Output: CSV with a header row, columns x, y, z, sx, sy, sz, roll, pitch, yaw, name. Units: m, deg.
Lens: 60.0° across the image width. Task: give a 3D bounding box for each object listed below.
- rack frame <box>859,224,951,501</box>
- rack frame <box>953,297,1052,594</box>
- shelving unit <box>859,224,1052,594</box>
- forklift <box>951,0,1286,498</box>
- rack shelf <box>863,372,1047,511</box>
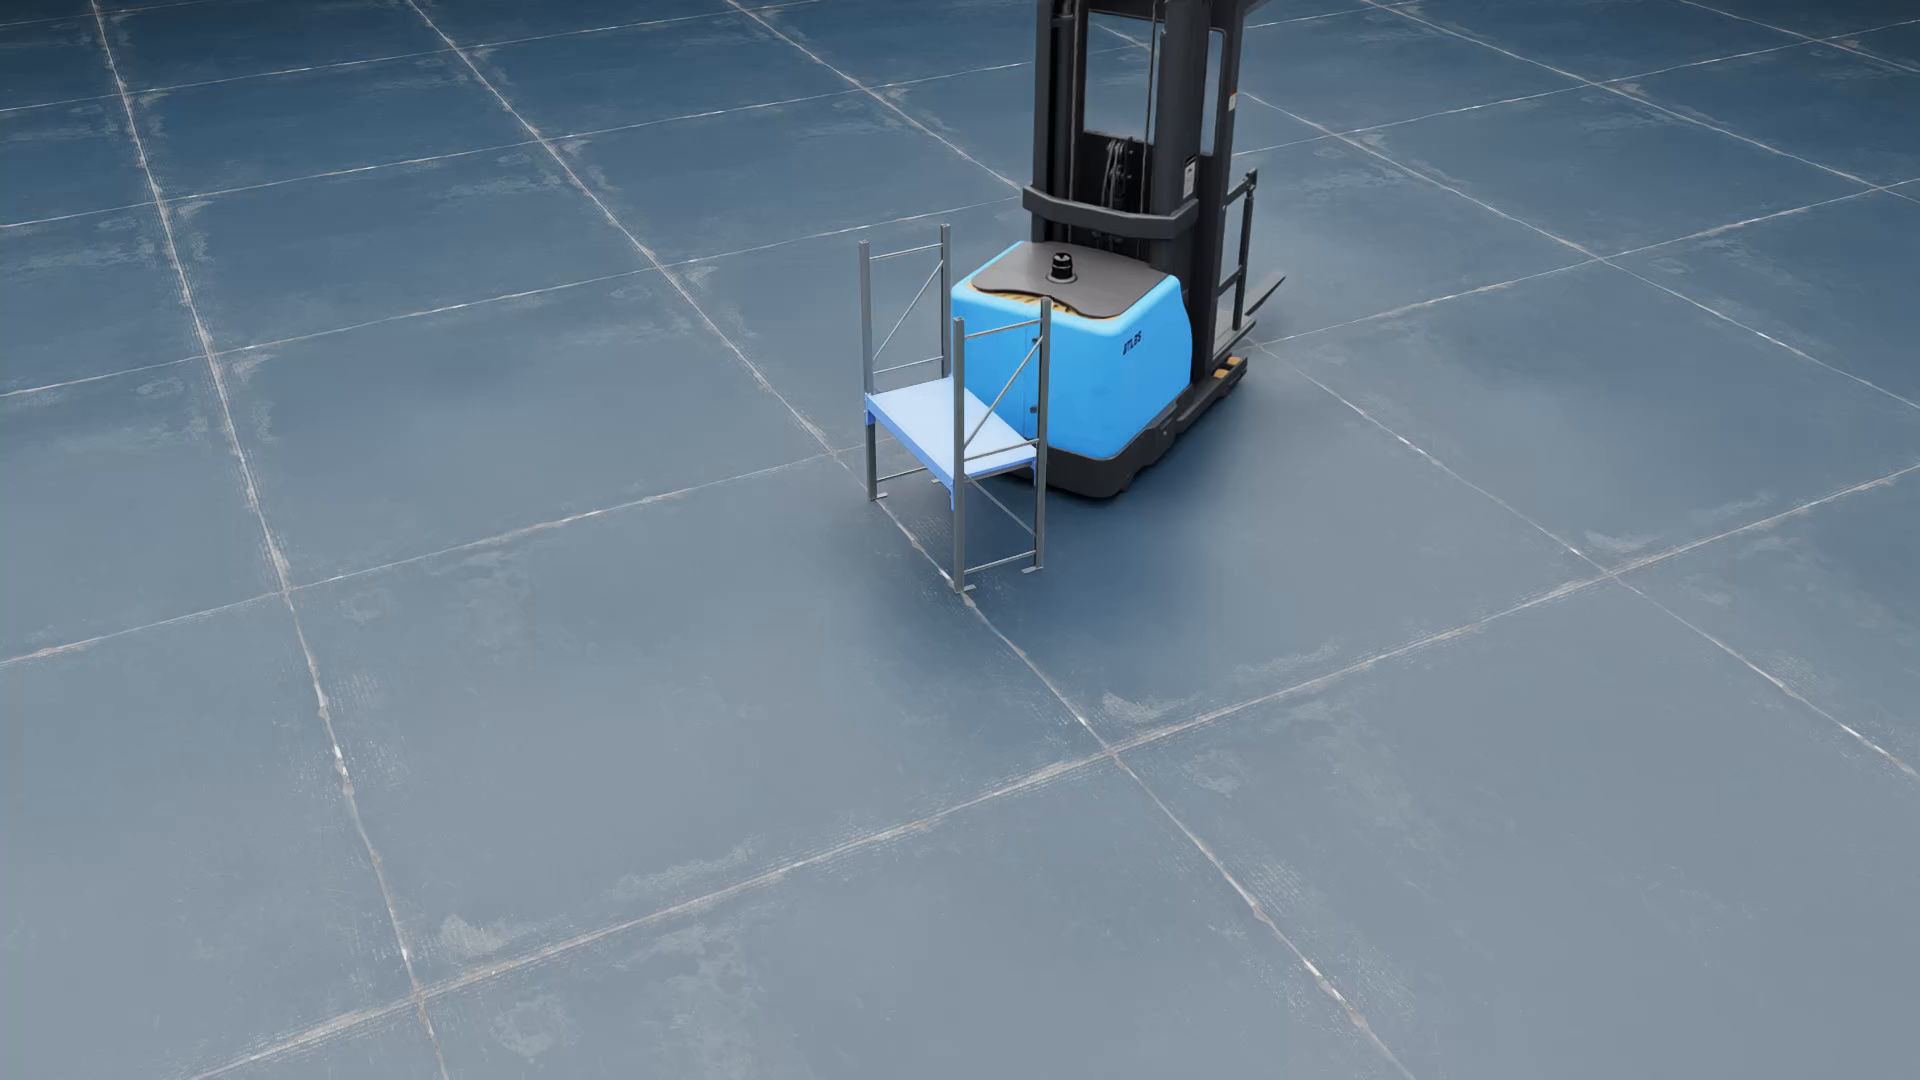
x,y,z,sx,sy,sz,roll,pitch,yaw,name
-0.277,-0.915,8.788,0.500,1.500,0.032,-16,36,-23,rack frame
0.197,-0.430,8.030,0.500,1.500,0.032,-16,36,-23,rack frame
-0.040,-0.672,8.409,0.538,1.500,1.048,-16,36,-23,shelving unit
1.116,-2.224,9.504,1.130,2.935,3.031,18,37,26,forklift
-0.040,-0.521,8.506,0.538,0.185,1.000,-16,36,-23,rack shelf
